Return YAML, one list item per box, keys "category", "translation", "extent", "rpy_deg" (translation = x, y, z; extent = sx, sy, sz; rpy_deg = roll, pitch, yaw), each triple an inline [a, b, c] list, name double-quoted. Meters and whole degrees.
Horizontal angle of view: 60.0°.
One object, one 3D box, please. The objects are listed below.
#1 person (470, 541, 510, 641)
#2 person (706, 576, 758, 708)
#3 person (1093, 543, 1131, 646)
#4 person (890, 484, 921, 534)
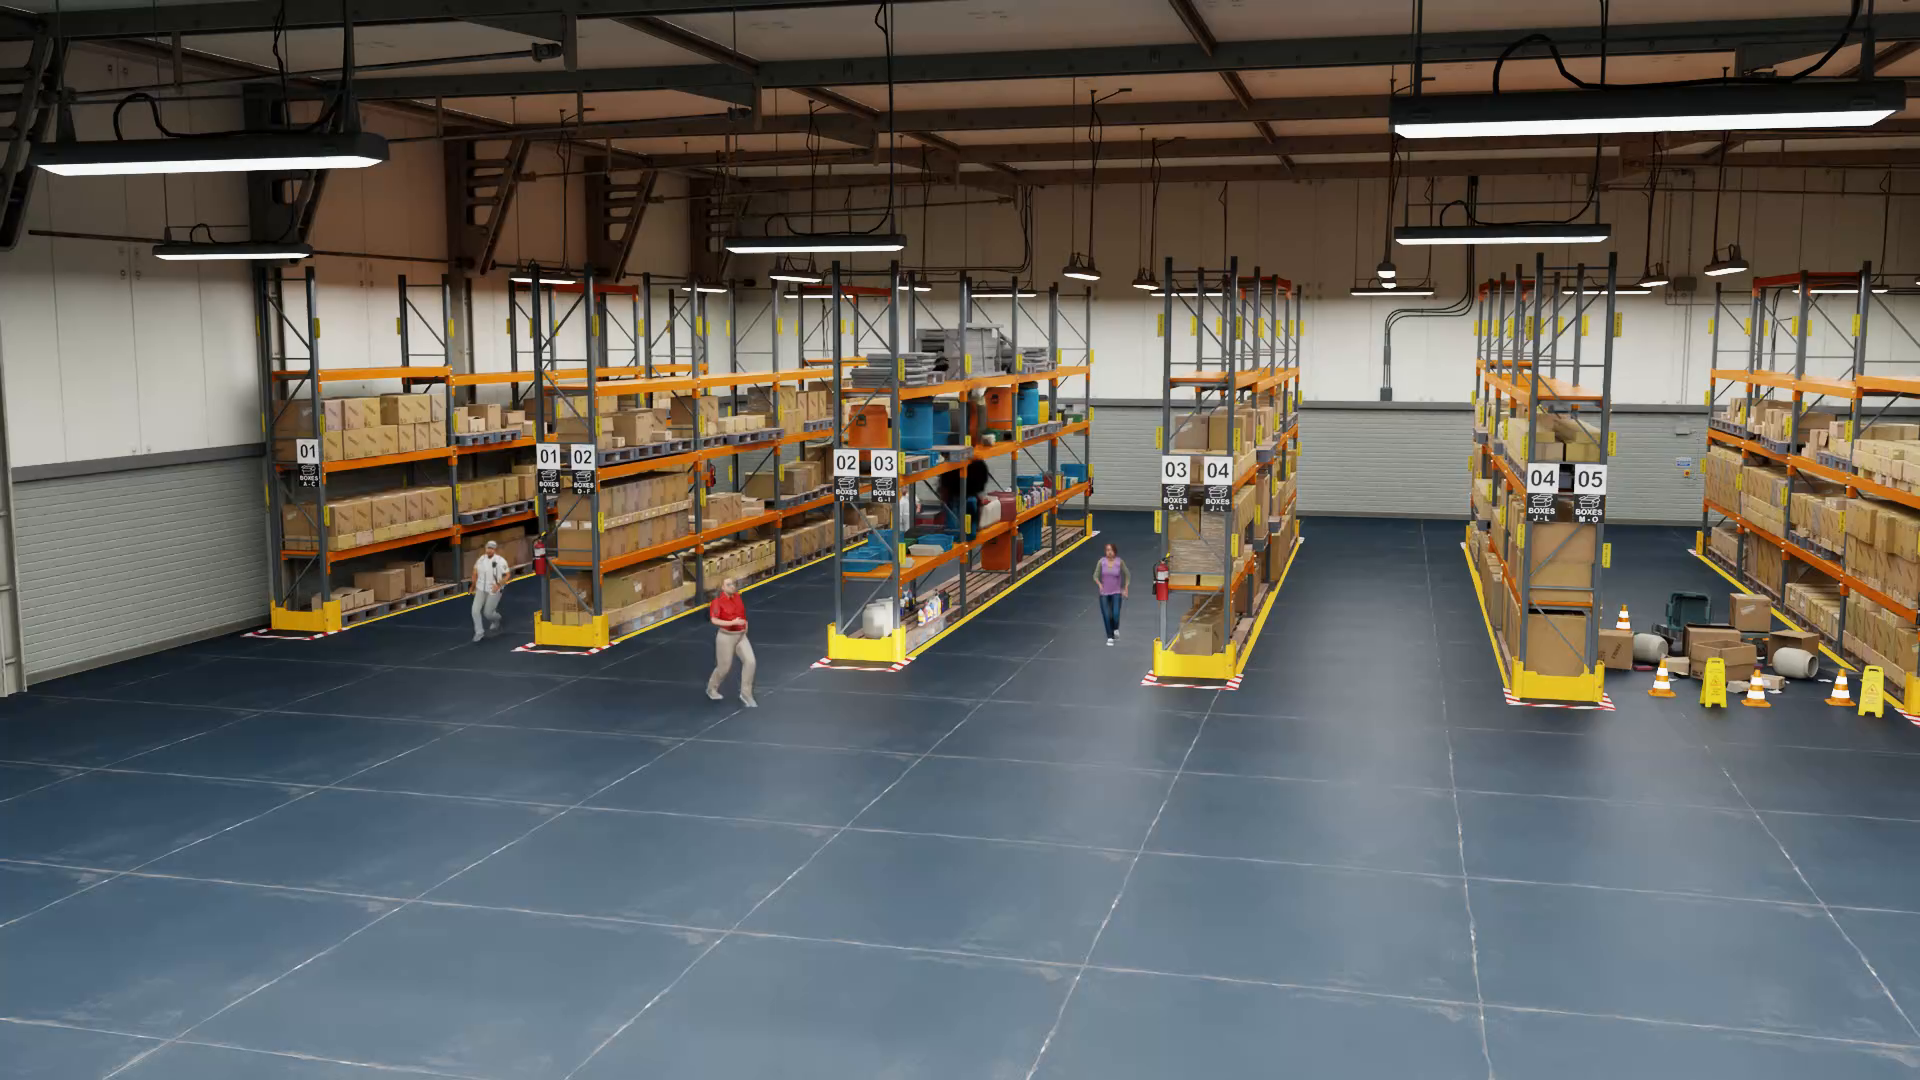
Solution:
- category: "person"
  translation: [-7.605, 0.816, 26.929]
  extent: [0.636, 1.632, 0.573]
  rpy_deg: [1, 7, 11]
- category: "person"
  translation: [-3.053, 1.365, 22.214]
  extent: [0.822, 1.776, 0.670]
  rpy_deg: [7, 10, 44]
- category: "person"
  translation: [2.245, 0.817, 24.746]
  extent: [0.550, 1.560, 0.566]
  rpy_deg: [1, 7, 11]
- category: "person"
  translation: [-1.202, -0.419, 35.937]
  extent: [0.651, 1.738, 0.603]
  rpy_deg: [1, 7, 8]
